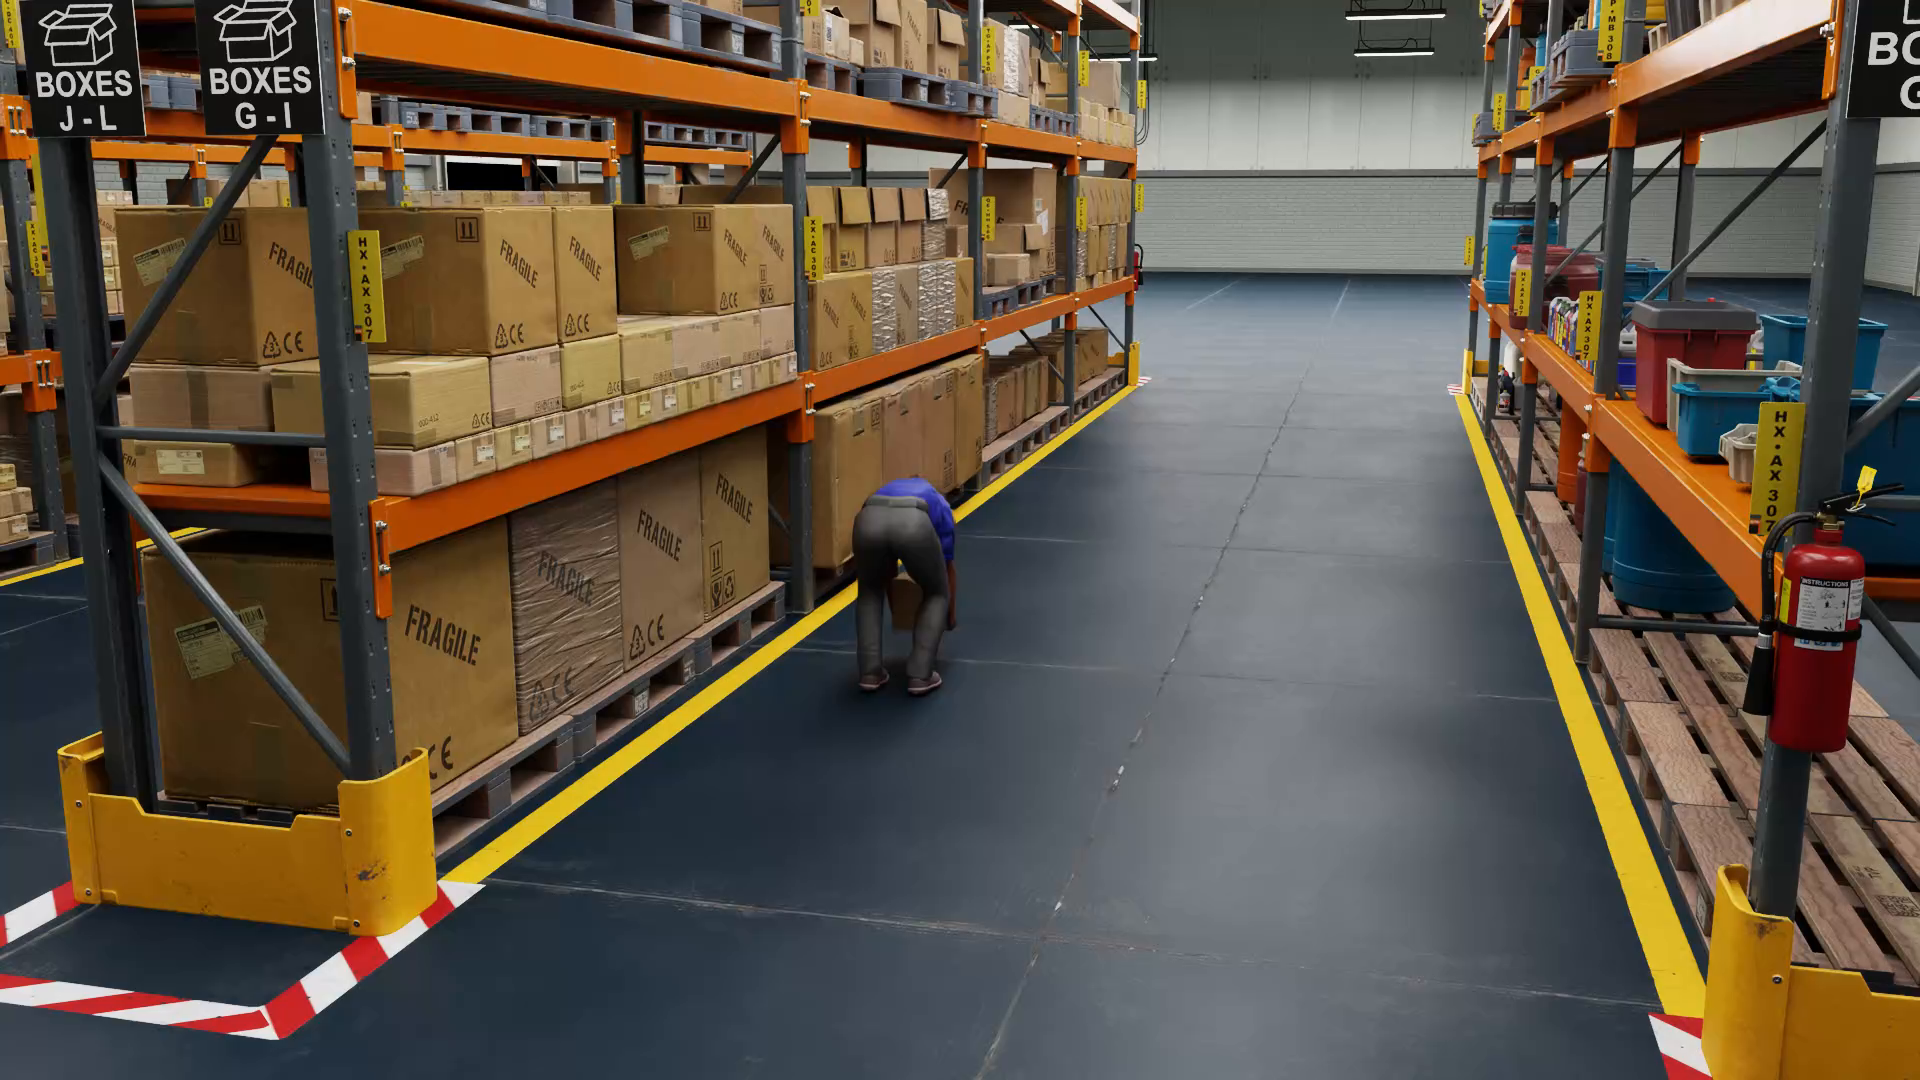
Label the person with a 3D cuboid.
[{"bbox_3d":[-0.245,0.183,7.831,0.445,0.954,0.876,2,12,11],"label":"person"}]
